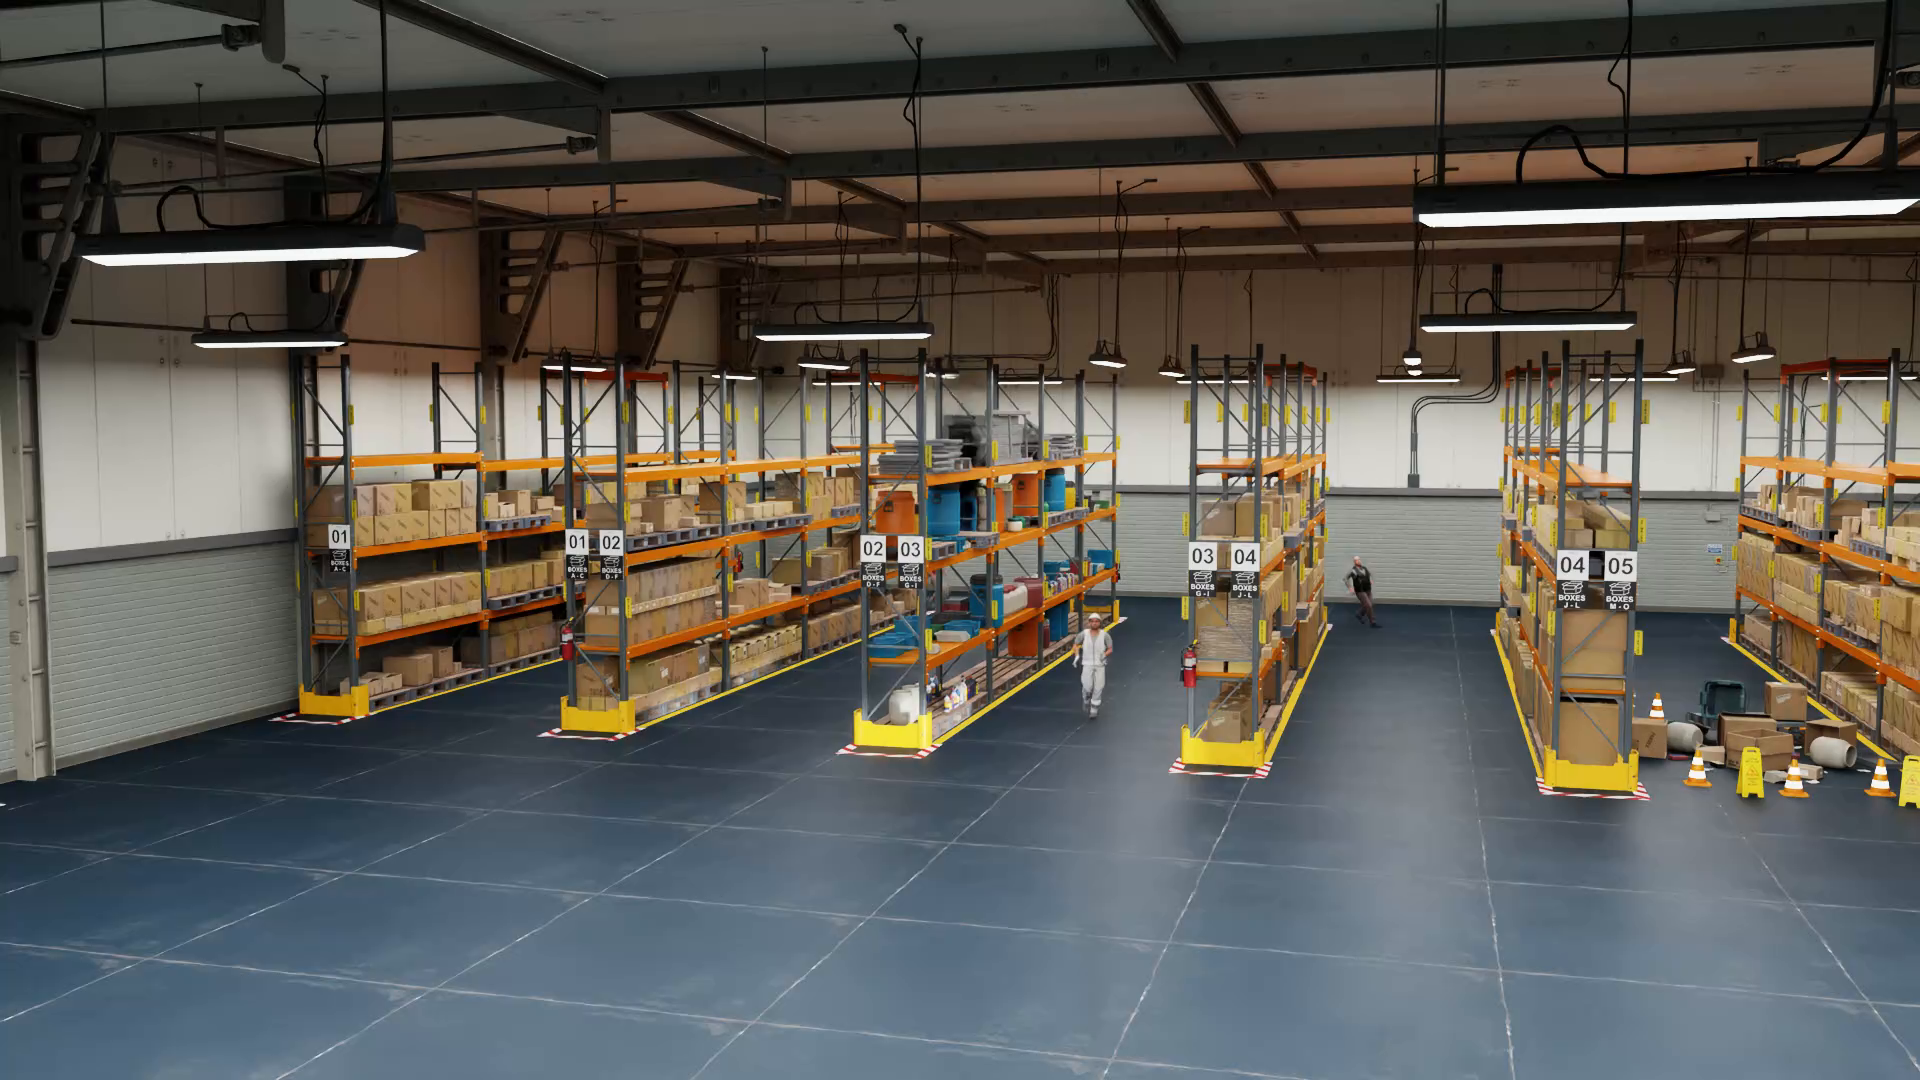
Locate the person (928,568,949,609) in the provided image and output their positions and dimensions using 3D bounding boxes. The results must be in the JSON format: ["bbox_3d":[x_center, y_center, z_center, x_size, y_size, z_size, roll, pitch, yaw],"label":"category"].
[{"bbox_3d":[-0.572,1.001,42.470,0.537,1.673,0.717,3,5,32],"label":"person"}]

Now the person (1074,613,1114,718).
[{"bbox_3d":[2.194,2.074,27.298,0.652,1.738,0.571,0,4,2],"label":"person"}]

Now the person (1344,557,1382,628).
[{"bbox_3d":[9.493,1.227,39.076,0.704,1.665,0.907,-3,5,-32],"label":"person"}]
